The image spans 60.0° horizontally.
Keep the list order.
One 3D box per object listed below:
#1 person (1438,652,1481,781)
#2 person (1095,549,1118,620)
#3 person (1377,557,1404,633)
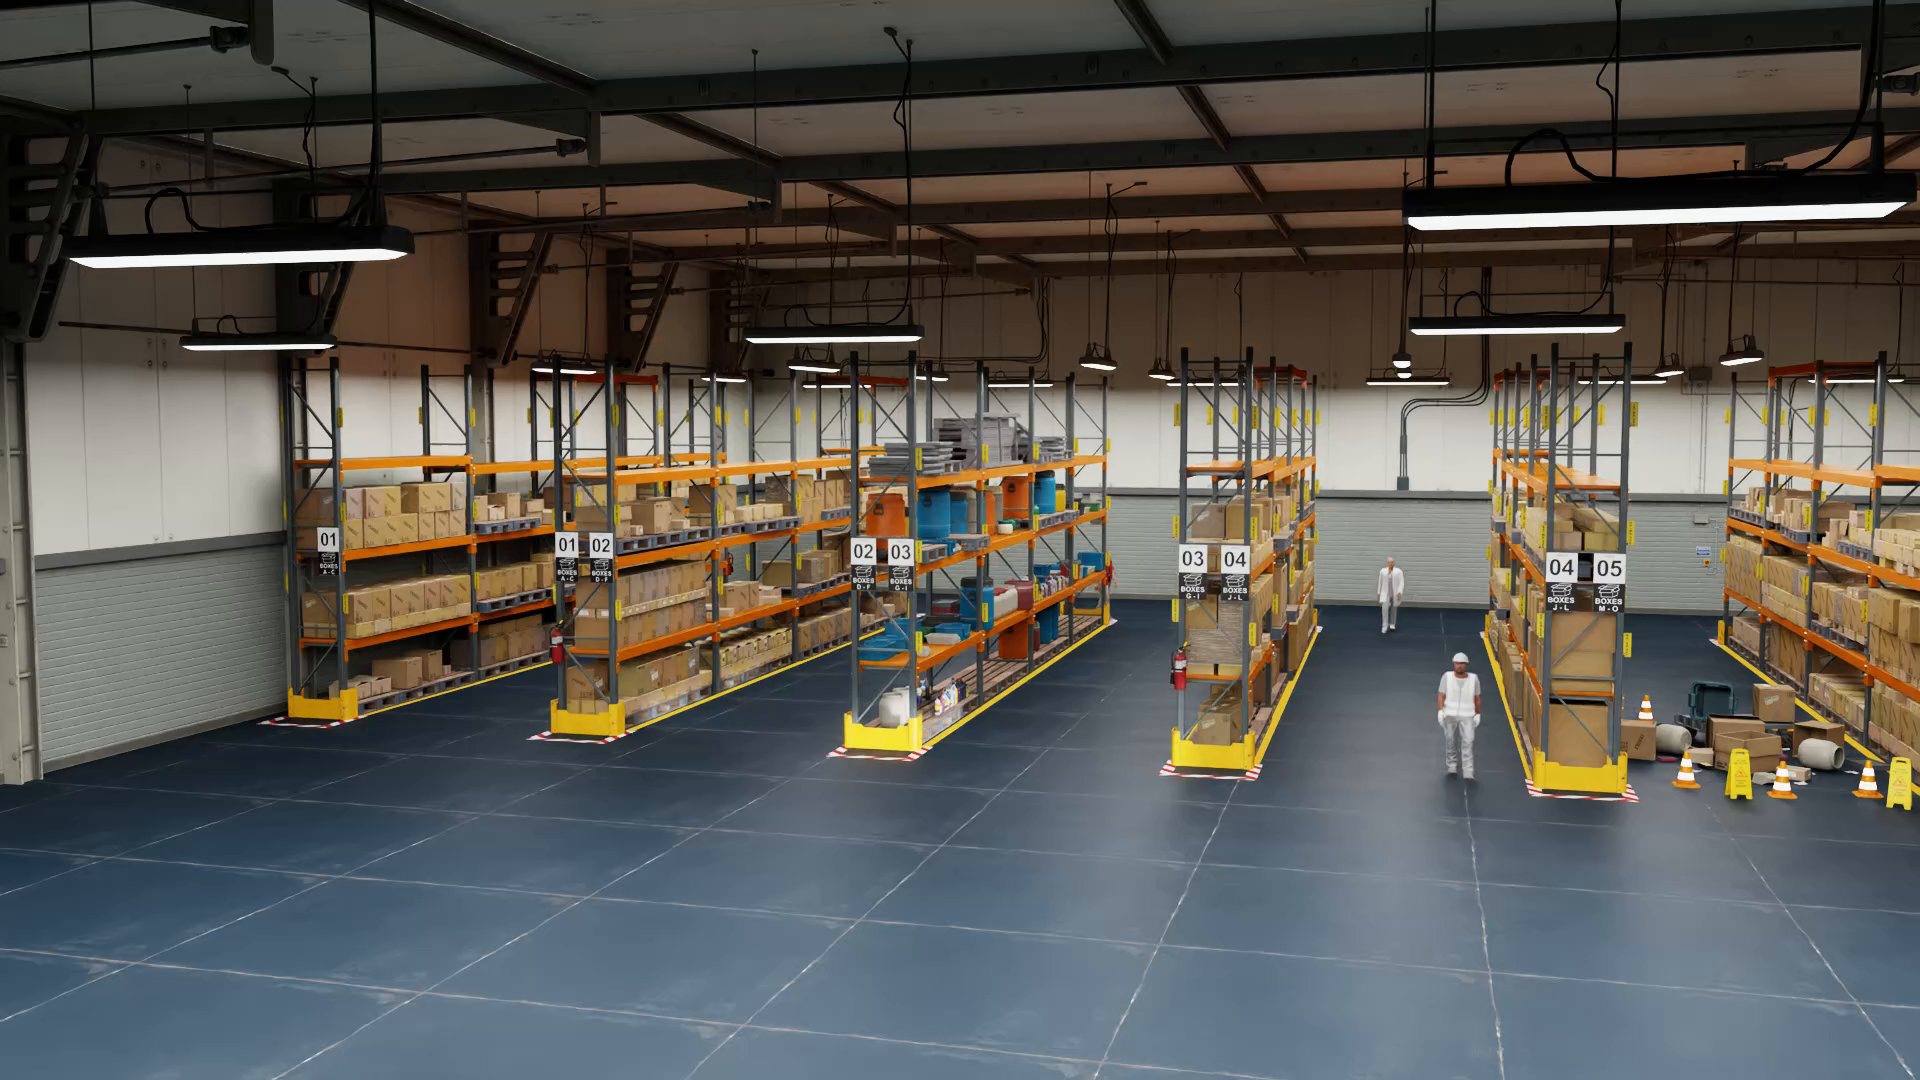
[{"bbox_3d":[6.882,2.428,22.957,0.567,1.725,1.043,2,4,20],"label":"person"},{"bbox_3d":[3.660,1.099,41.531,0.644,1.736,0.563,3,5,37],"label":"person"},{"bbox_3d":[10.042,1.269,38.737,0.583,1.717,1.114,1,4,10],"label":"person"}]
